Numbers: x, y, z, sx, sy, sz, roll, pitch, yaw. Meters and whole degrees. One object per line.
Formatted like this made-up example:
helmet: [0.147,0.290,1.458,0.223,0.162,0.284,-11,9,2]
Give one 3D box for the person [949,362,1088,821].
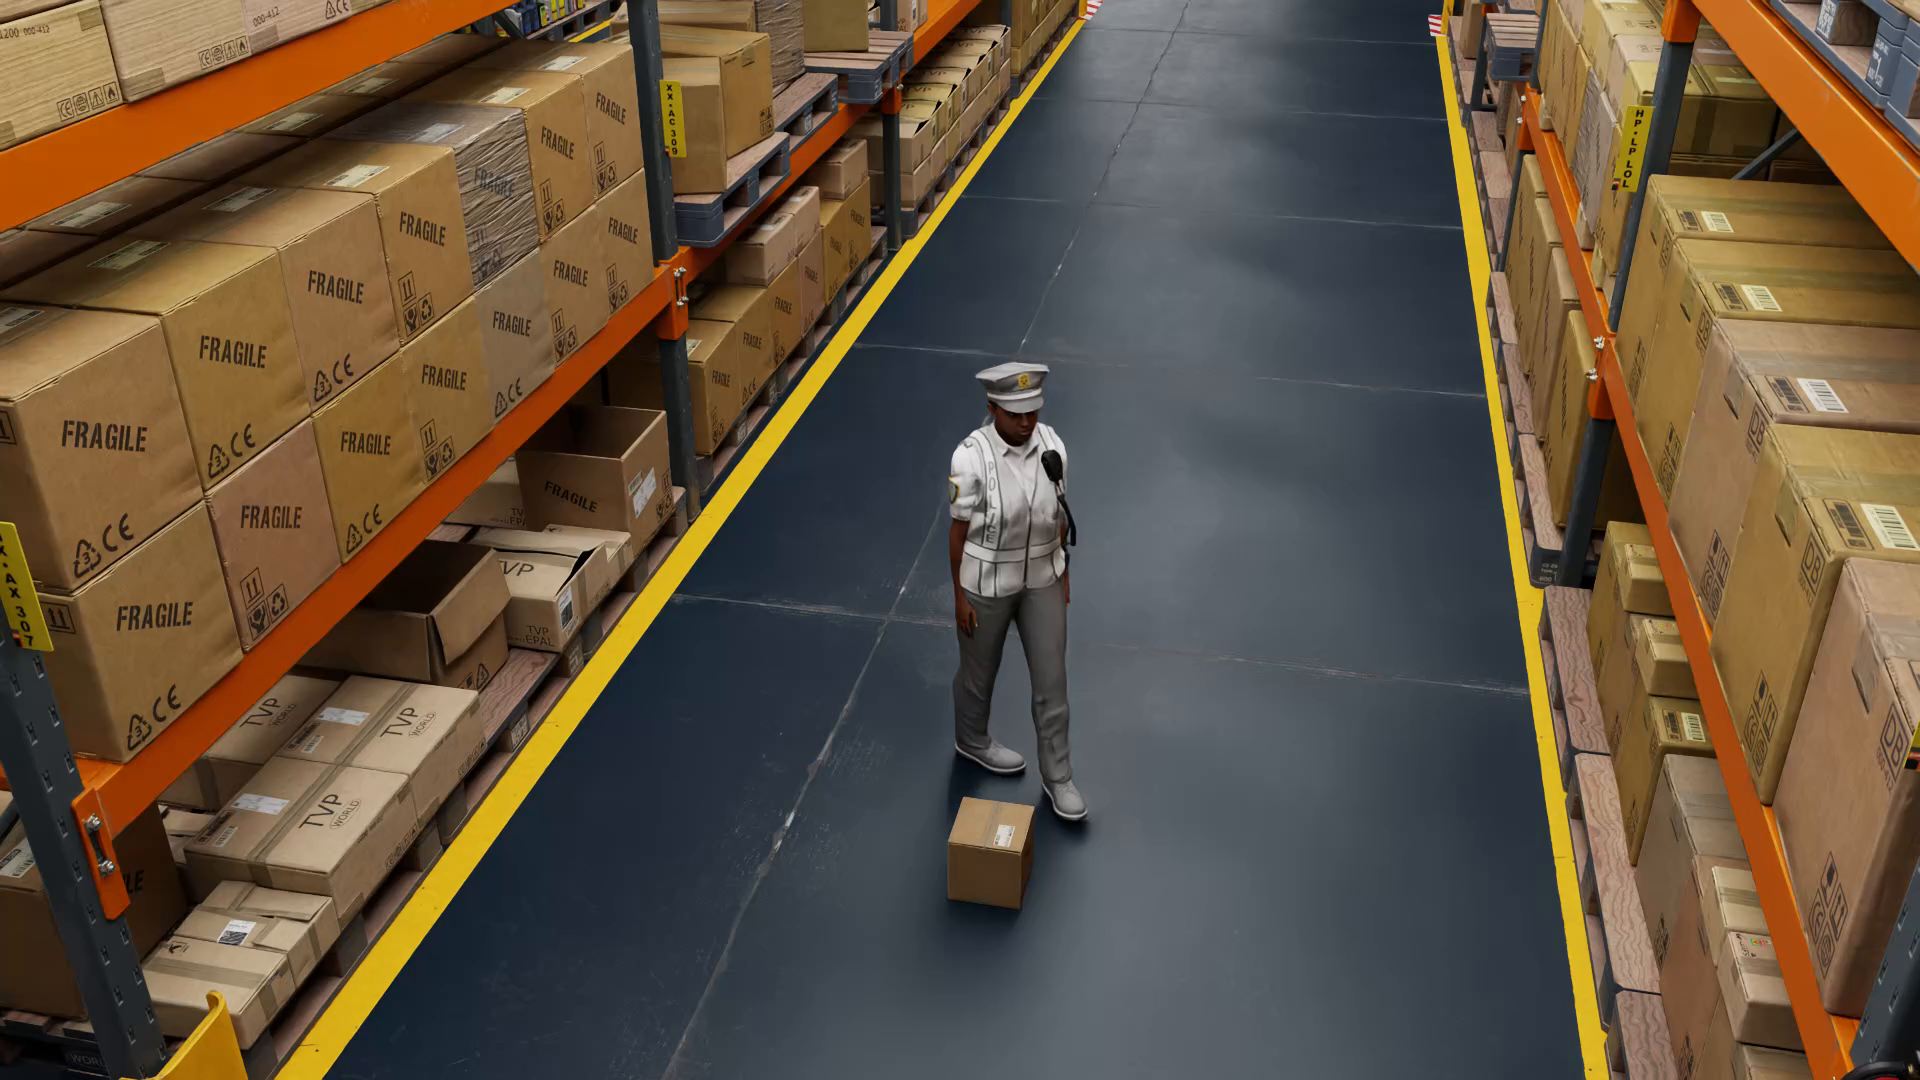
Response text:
person: [0.218,0.183,5.764,0.454,1.669,0.640,-11,31,-19]
